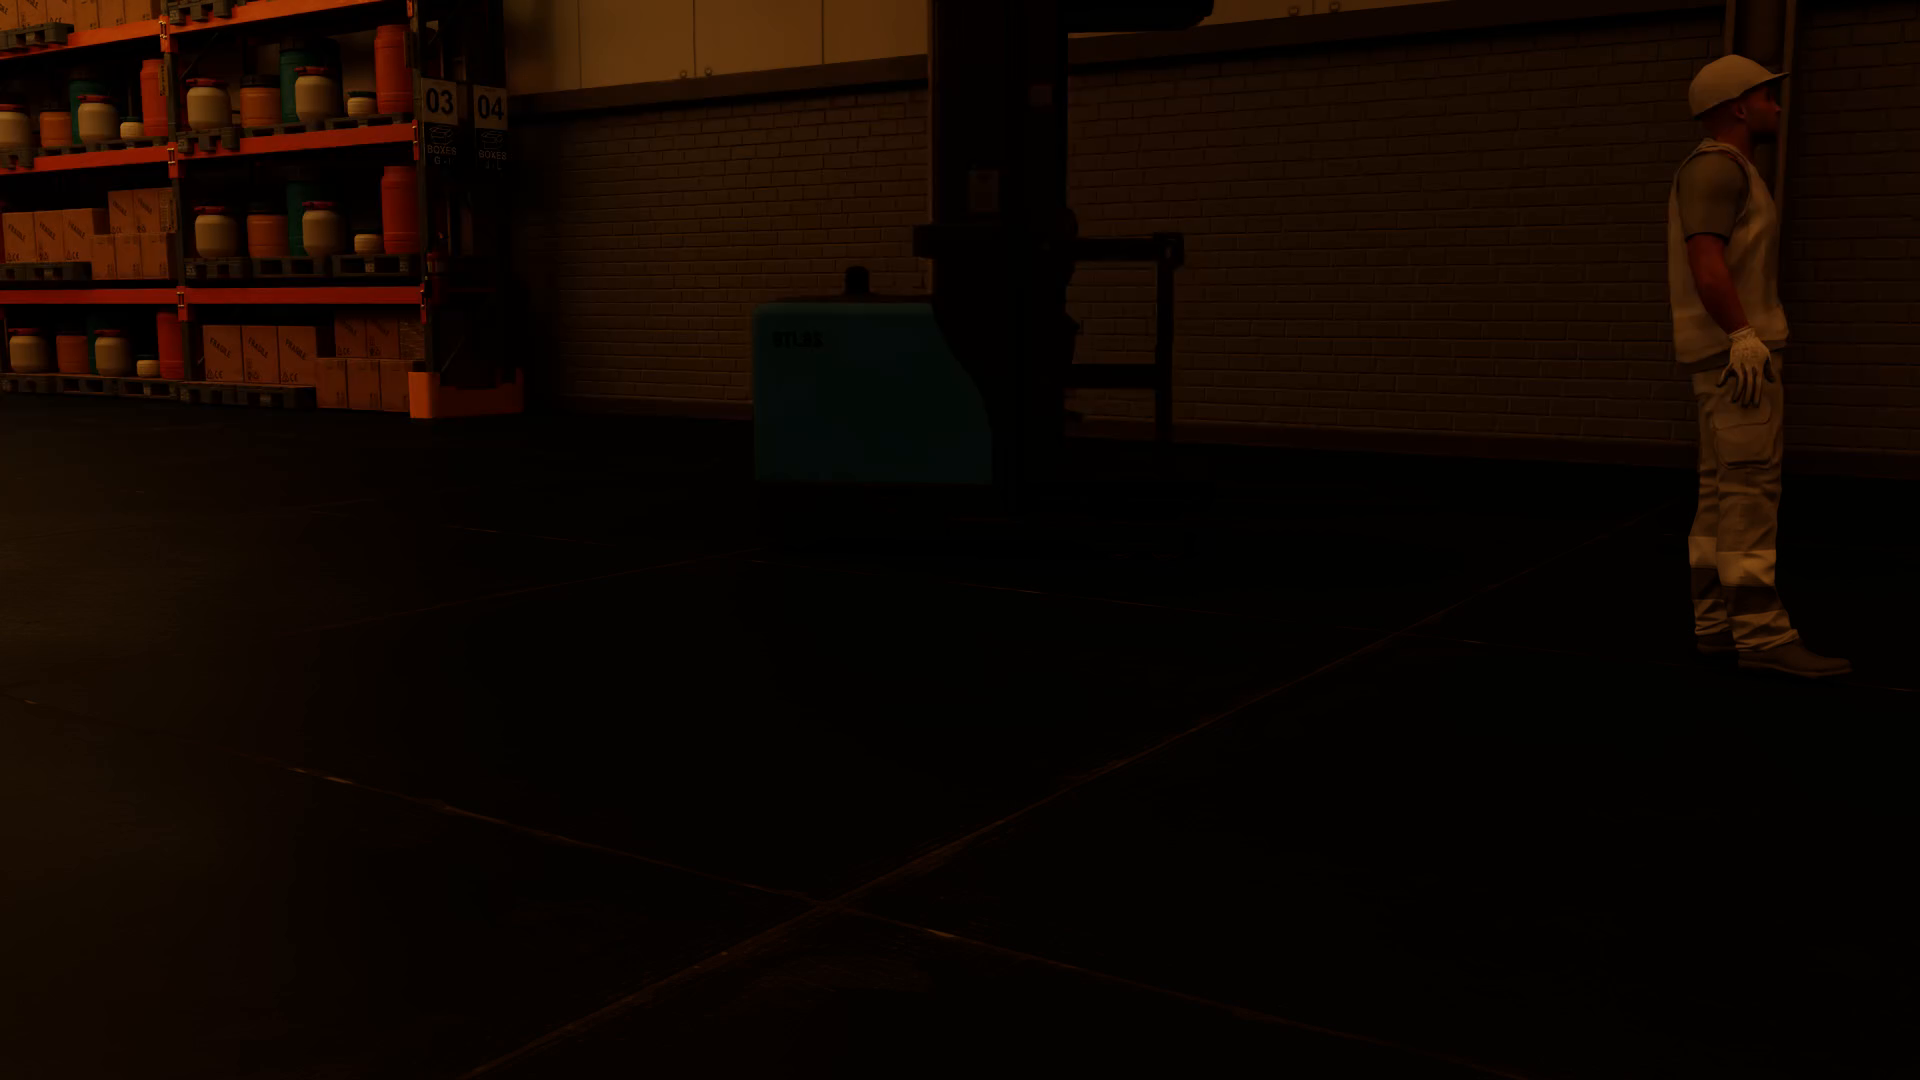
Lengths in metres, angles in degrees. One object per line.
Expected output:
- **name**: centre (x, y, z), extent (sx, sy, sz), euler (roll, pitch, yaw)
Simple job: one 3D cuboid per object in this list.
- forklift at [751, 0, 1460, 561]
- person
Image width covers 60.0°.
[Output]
- **forklift**: centre (0.644, -1.443, 7.341), extent (3.031, 2.935, 1.130), euler (1, 8, 6)
- **person**: centre (2.377, -0.529, 4.921), extent (0.564, 1.787, 0.638), euler (4, 9, 25)
